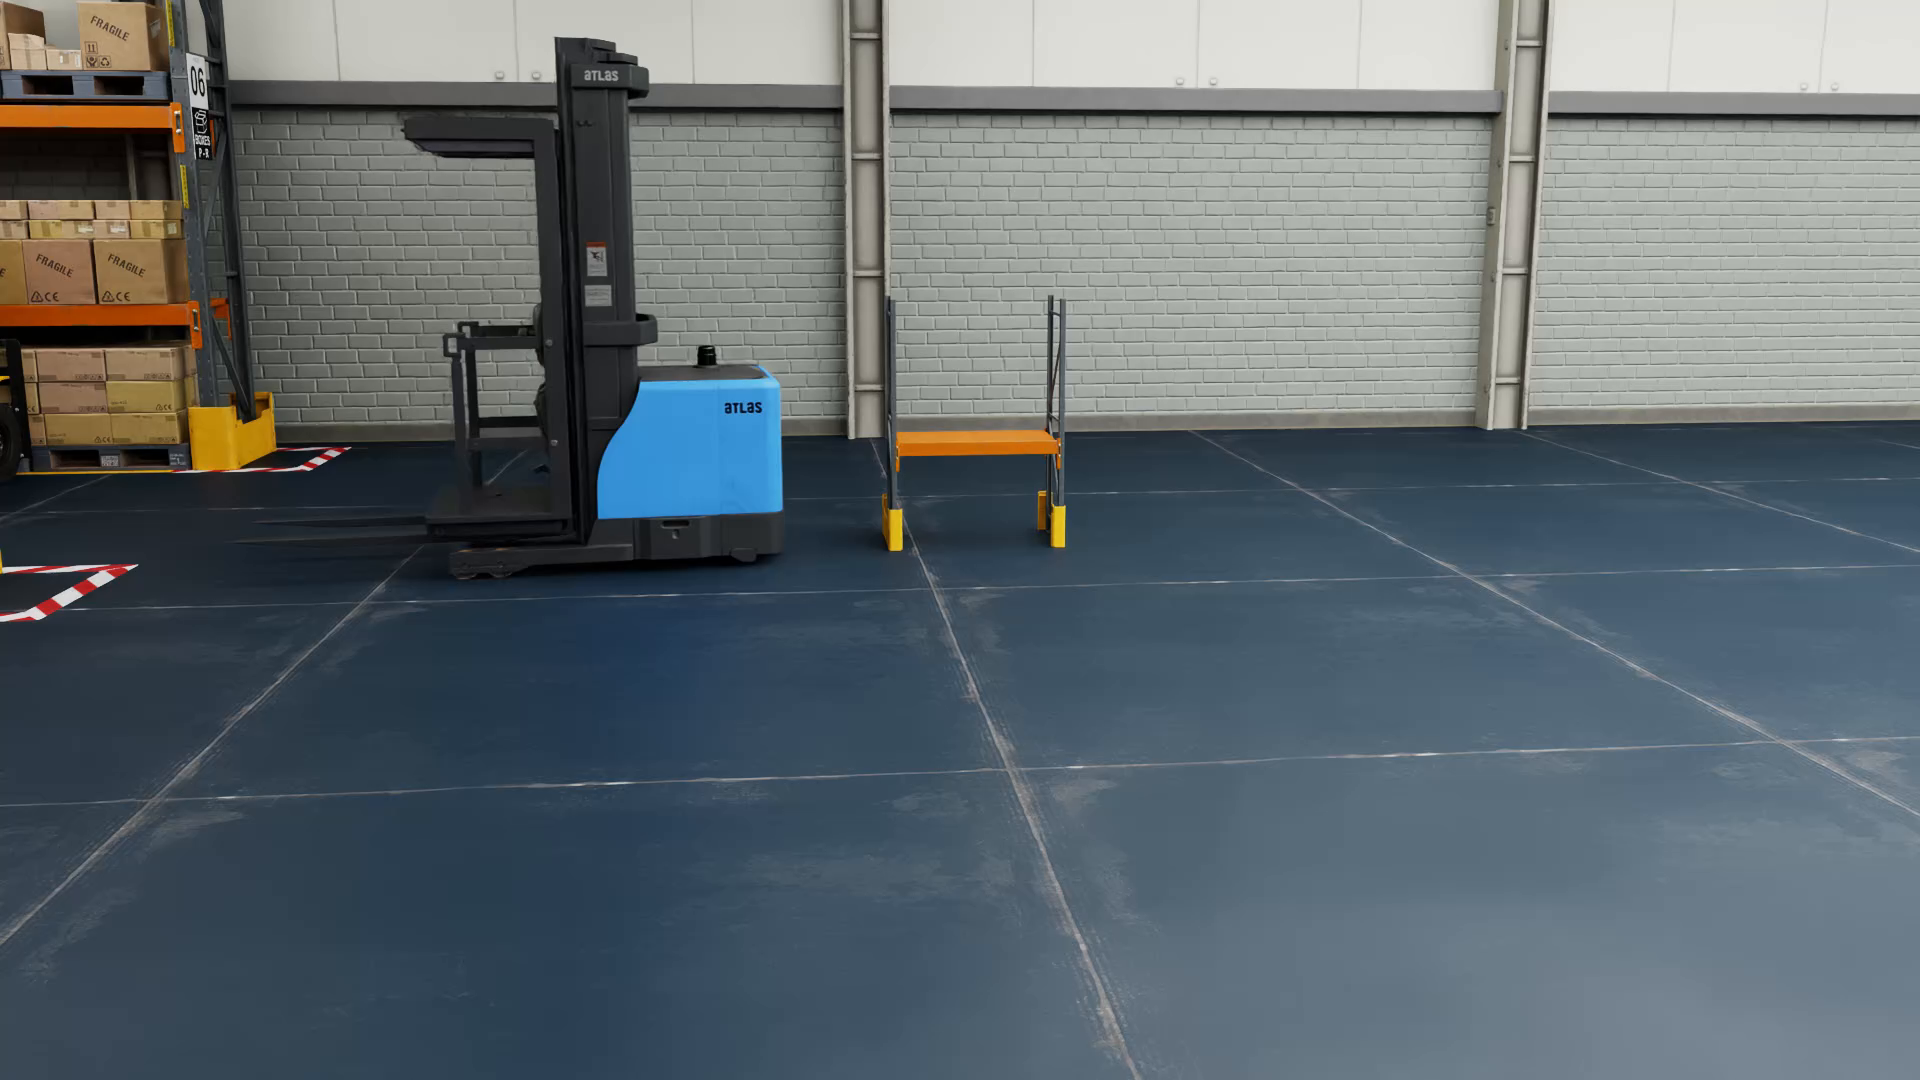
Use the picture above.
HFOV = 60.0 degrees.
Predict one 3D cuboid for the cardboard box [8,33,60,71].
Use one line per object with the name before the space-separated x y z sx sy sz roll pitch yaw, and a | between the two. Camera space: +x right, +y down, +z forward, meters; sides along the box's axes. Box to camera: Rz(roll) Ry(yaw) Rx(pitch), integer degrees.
cardboard box | -7.046 -3.714 12.710 0.258 0.266 0.396 -1 11 -6

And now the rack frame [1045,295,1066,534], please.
rack frame | 0.590 -0.748 10.286 0.032 1.500 0.500 -1 11 -6

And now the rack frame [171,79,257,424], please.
rack frame | -6.003 -2.134 13.447 0.127 3.000 1.000 -1 11 -6

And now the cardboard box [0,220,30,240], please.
cardboard box | -7.341 -2.418 12.951 0.250 0.149 0.380 -2 11 -8

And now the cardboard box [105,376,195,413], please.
cardboard box | -6.453 -1.166 13.267 0.500 0.250 0.500 -1 11 -7

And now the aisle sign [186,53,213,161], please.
aisle sign | -5.906 -3.355 12.917 0.004 0.787 0.394 -1 11 -6

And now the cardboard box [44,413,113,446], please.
cardboard box | -6.931 -0.912 13.270 0.500 0.250 0.500 -1 11 -6

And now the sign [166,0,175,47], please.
sign | -5.958 -3.897 12.549 0.005 0.325 0.100 -1 11 -6

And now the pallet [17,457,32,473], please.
pallet | -7.969 -0.717 13.468 1.213 0.211 1.003 -1 11 -6

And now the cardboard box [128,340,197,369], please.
cardboard box | -6.501 -1.508 13.709 0.500 0.250 0.500 -1 11 -7

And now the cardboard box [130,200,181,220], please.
cardboard box | -6.336 -2.599 13.103 0.250 0.149 0.380 -1 11 -6

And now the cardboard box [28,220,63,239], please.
cardboard box | -7.080 -2.433 13.026 0.250 0.149 0.380 -1 11 -6

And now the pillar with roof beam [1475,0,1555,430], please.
pillar with roof beam | 5.602 -4.660 10.746 0.400 9.000 9.100 -1 11 -6

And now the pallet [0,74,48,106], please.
pallet | -7.924 -3.527 12.984 1.213 0.211 1.003 -1 11 -6

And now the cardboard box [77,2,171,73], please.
cardboard box | -6.417 -3.854 12.813 0.500 0.500 0.500 -1 11 -4

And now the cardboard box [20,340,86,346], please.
cardboard box | -7.496 -1.488 13.610 0.500 0.250 0.500 -1 11 -6

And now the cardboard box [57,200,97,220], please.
cardboard box | -6.835 -2.578 12.992 0.250 0.149 0.380 -1 11 -5

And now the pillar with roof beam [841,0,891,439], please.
pillar with roof beam | -0.363 -4.535 10.110 0.400 9.000 9.100 -1 11 -6

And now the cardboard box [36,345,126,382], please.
cardboard box | -6.934 -1.400 13.162 0.500 0.250 0.500 -1 11 -5

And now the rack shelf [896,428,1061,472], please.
rack shelf | 0.085 -0.561 10.267 1.000 0.185 0.538 -1 11 -6

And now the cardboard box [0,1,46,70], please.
cardboard box | -7.446 -3.852 12.802 0.500 0.500 0.700 -1 11 -6

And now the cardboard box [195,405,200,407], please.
cardboard box | -6.512 -1.018 13.810 0.500 0.250 0.500 -1 11 -6

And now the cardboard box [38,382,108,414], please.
cardboard box | -6.953 -1.158 13.224 0.500 0.250 0.500 -1 11 -7

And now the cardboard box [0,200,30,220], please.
cardboard box | -7.338 -2.560 12.902 0.250 0.149 0.380 -1 11 -5

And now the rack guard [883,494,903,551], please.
rack guard | -0.419 -0.114 10.299 0.087 0.250 0.587 -1 11 -6

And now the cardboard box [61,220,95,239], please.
cardboard box | -6.833 -2.436 13.041 0.250 0.149 0.380 -1 11 -5

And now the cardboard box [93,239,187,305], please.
cardboard box | -6.464 -2.122 13.129 0.500 0.500 0.500 -1 11 -7

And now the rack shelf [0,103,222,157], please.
rack shelf | -7.991 -3.211 13.015 4.000 0.370 1.077 -1 11 -6

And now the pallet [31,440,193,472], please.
pallet | -6.759 -0.742 13.594 1.213 0.211 1.003 -1 11 -6

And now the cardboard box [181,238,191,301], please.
cardboard box | -6.525 -2.226 13.656 0.500 0.500 0.500 -1 11 -4

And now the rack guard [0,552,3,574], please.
rack guard | -5.539 0.046 8.838 0.348 0.500 1.175 -1 11 -6

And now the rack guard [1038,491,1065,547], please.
rack guard | 0.571 -0.135 10.405 0.087 0.250 0.587 -1 11 -6

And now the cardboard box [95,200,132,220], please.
cardboard box | -6.578 -2.588 13.046 0.250 0.149 0.380 -1 11 -6

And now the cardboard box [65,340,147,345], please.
cardboard box | -6.997 -1.497 13.653 0.500 0.250 0.500 -1 11 -6

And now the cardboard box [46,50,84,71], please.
cardboard box | -6.794 -3.662 12.748 0.250 0.149 0.380 -2 11 -8

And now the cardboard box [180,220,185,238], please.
cardboard box | -6.368 -2.544 13.592 0.250 0.149 0.380 -1 11 -8

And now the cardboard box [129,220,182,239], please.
cardboard box | -6.317 -2.440 13.065 0.250 0.149 0.380 -1 11 -5

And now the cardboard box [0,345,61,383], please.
cardboard box | -7.435 -1.388 13.099 0.500 0.250 0.500 -1 11 -5

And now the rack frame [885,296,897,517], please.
rack frame | -0.421 -0.727 10.179 0.032 1.500 0.500 -1 11 -6

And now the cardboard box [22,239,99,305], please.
cardboard box | -6.981 -2.113 13.083 0.500 0.500 0.500 -1 11 -4

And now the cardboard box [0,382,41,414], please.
cardboard box | -7.464 -1.143 13.149 0.500 0.250 0.500 -1 11 -7

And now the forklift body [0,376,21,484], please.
forklift body | -7.691 -1.328 11.548 1.214 2.155 2.313 -1 11 -6

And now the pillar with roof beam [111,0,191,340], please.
pillar with roof beam | -6.327 -4.410 9.474 0.400 9.000 9.100 -1 11 -6

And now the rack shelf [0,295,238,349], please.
rack shelf | -7.991 -1.739 13.304 4.000 0.370 1.077 -1 11 -6

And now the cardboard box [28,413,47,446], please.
cardboard box | -7.430 -0.903 13.226 0.500 0.250 0.500 -1 11 -5

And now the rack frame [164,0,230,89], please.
rack frame | -6.003 -5.078 12.868 0.127 3.000 1.000 -1 11 -6

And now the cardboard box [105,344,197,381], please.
cardboard box | -6.427 -1.412 13.222 0.500 0.250 0.500 -1 11 -4

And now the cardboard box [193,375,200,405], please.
cardboard box | -6.493 -1.266 13.776 0.500 0.250 0.500 -1 11 -5

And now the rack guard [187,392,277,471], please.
rack guard | -5.979 -0.908 13.691 0.348 0.500 1.175 -1 11 -6

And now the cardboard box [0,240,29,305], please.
cardboard box | -7.490 -2.103 13.028 0.500 0.500 0.500 -1 11 -7

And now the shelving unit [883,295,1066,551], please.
shelving unit | 0.076 -0.738 10.231 1.083 1.500 0.587 -1 11 -6

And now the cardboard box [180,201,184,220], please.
cardboard box | -6.360 -2.681 13.519 0.250 0.149 0.380 -1 11 -7

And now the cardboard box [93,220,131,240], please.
cardboard box | -6.568 -2.429 13.009 0.250 0.149 0.380 -1 11 -5

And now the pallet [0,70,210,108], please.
pallet | -6.709 -3.553 13.117 1.213 0.211 1.003 -1 11 -6

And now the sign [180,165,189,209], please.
sign | -5.958 -2.714 12.782 0.005 0.325 0.100 -1 11 -6

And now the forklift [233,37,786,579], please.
forklift | -2.587 -1.330 9.534 3.031 2.935 1.130 -2 11 -12

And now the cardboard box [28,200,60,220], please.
cardboard box | -7.091 -2.587 13.038 0.250 0.149 0.380 -1 11 -6

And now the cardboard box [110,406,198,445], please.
cardboard box | -6.436 -0.921 13.314 0.500 0.250 0.500 -1 11 -6
